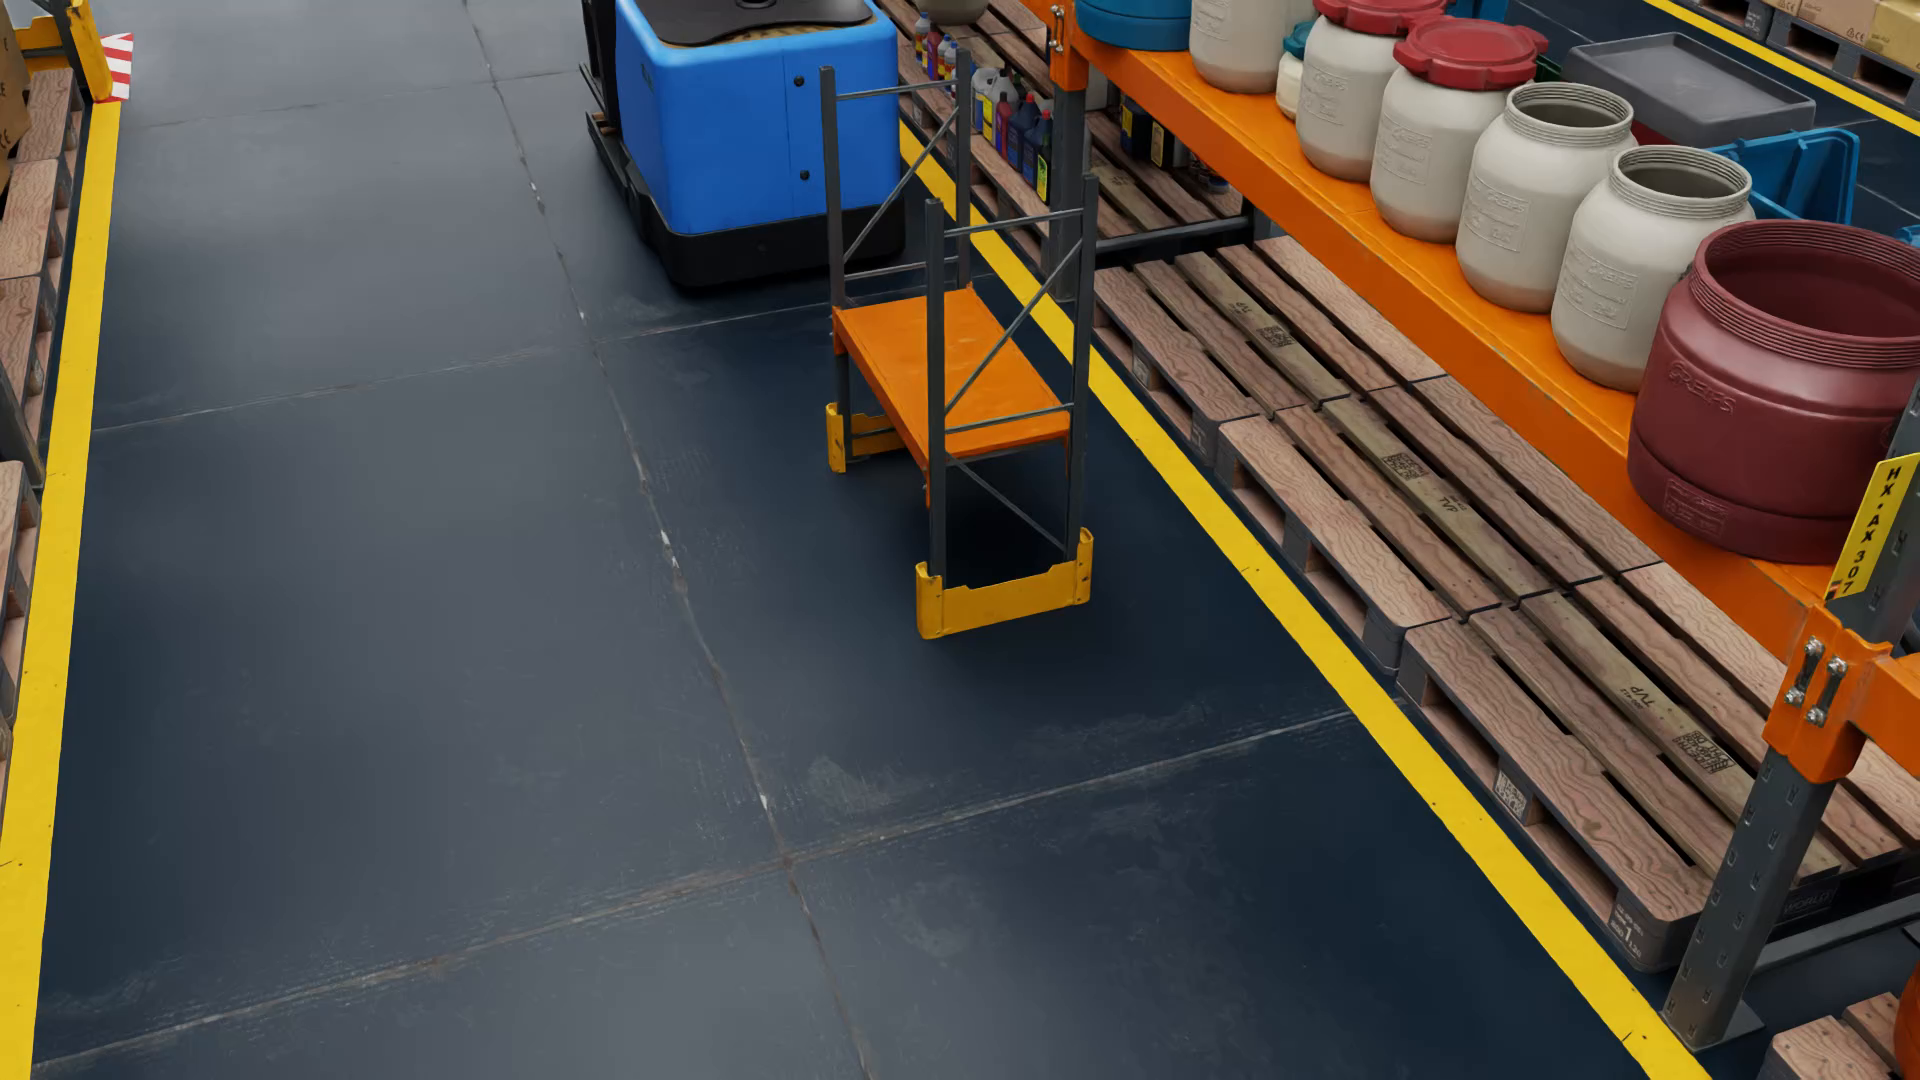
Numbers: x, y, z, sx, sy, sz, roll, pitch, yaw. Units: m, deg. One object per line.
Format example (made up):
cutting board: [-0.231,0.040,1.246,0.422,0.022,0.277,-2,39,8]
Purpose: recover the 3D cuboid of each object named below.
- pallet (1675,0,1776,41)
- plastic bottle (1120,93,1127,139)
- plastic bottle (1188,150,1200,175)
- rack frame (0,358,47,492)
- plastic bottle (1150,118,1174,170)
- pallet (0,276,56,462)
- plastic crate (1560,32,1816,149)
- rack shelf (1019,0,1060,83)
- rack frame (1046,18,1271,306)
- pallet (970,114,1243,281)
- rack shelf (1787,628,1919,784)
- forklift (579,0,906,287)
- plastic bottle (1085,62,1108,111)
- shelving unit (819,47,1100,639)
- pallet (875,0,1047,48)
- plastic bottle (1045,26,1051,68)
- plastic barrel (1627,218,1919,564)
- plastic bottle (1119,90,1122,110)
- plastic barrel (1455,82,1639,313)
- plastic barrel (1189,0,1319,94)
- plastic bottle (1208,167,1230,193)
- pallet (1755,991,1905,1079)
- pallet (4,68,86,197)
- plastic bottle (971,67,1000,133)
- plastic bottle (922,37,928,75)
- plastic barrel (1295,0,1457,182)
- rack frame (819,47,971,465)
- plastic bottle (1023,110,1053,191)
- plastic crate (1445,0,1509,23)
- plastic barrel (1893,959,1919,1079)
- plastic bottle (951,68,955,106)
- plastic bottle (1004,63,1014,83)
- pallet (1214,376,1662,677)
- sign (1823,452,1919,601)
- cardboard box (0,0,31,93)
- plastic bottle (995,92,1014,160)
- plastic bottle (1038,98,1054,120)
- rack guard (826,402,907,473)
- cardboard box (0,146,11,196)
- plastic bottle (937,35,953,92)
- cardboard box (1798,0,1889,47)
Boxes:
pallet: [4.857,-3.392,10.077,1.003,0.211,1.213,-12,39,-16]
plastic bottle: [0.812,-2.018,7.839,0.097,0.271,0.097,0,37,0]
plastic bottle: [1.095,-1.777,7.577,0.097,0.201,0.097,0,37,0]
rack frame: [-3.787,-1.308,4.994,1.000,3.000,0.127,-12,39,-16]
plastic bottle: [0.928,-1.850,7.605,0.061,0.283,0.133,-12,39,-16]
pallet: [-4.052,-0.566,6.327,1.003,0.211,1.213,-12,39,-16]
plastic crate: [1.971,-1.076,4.632,0.402,0.464,0.583,-12,39,-16]
rack shelf: [0.175,-3.176,8.071,1.077,0.370,4.000,-12,39,-16]
rack frame: [0.863,-2.334,6.355,1.000,3.000,0.127,-12,39,-16]
pallet: [0.671,-1.608,7.709,1.003,0.211,1.213,-12,39,-16]
rack shelf: [2.928,1.343,2.072,1.077,0.370,4.000,-12,39,-16]
forklift: [-1.237,-3.131,7.470,1.130,2.935,3.031,-13,39,-16]
plastic bottle: [0.633,-2.265,8.162,0.152,0.276,0.135,-12,39,-16]
shelving unit: [-0.026,-0.642,5.356,0.587,1.500,1.083,-12,39,-16]
pallet: [-0.169,-2.986,9.539,1.003,0.211,1.213,-12,39,-16]
plastic bottle: [0.491,-2.567,8.557,0.061,0.283,0.133,-12,39,-16]
plastic barrel: [1.795,-0.328,3.579,0.600,0.536,0.708,-12,39,-16]
plastic bottle: [0.834,-2.205,8.144,0.097,0.201,0.097,0,37,0]
plastic barrel: [1.540,-0.894,4.350,0.421,0.512,0.421,0,37,0]
plastic barrel: [0.986,-1.802,5.536,0.433,0.535,0.433,0,37,0]
plastic bottle: [1.165,-1.690,7.403,0.097,0.271,0.097,0,37,0]
pallet: [2.550,1.477,3.614,1.003,0.211,1.213,-12,39,-16]
pallet: [-4.891,-1.945,8.157,1.003,0.211,1.213,-12,39,-16]
plastic bottle: [0.141,-2.109,7.955,0.152,0.276,0.135,-12,39,-15]
plastic bottle: [-0.147,-2.504,8.541,0.097,0.201,0.097,0,37,0]
plastic barrel: [1.239,-1.388,4.986,0.433,0.535,0.433,0,37,0]
rack frame: [-0.204,-0.934,5.744,0.500,1.500,0.032,-12,39,-16]
plastic bottle: [0.371,-1.755,7.423,0.144,0.351,0.185,-13,39,-17]
plastic crate: [1.535,-1.769,5.618,0.392,0.384,0.575,-12,39,-16]
plastic barrel: [2.424,0.898,3.520,0.600,0.830,0.708,-12,39,-16]
plastic bottle: [0.004,-2.256,8.213,0.097,0.201,0.097,0,37,0]
plastic bottle: [0.241,-2.134,7.983,0.061,0.283,0.133,-12,39,-16]
pallet: [1.593,-0.094,5.699,1.003,0.211,1.213,-12,39,-16]
sign: [1.725,-0.021,3.150,0.100,0.325,0.005,-12,39,-16]
cardboard box: [-4.965,-2.381,8.146,0.500,0.500,0.500,-6,37,-7]
plastic bottle: [0.210,-1.920,7.698,0.061,0.283,0.133,-10,38,-13]
plastic bottle: [0.435,-1.879,7.649,0.152,0.276,0.135,-12,39,-16]
rack guard: [-0.198,-0.424,6.105,0.587,0.250,0.087,-12,39,-16]
cardboard box: [-4.529,-1.693,7.233,0.500,0.500,0.500,-9,38,-12]
plastic bottle: [-0.064,-2.397,8.341,0.097,0.271,0.097,0,37,0]
cardboard box: [4.988,-2.928,9.080,0.500,0.250,0.500,-12,39,-16]
